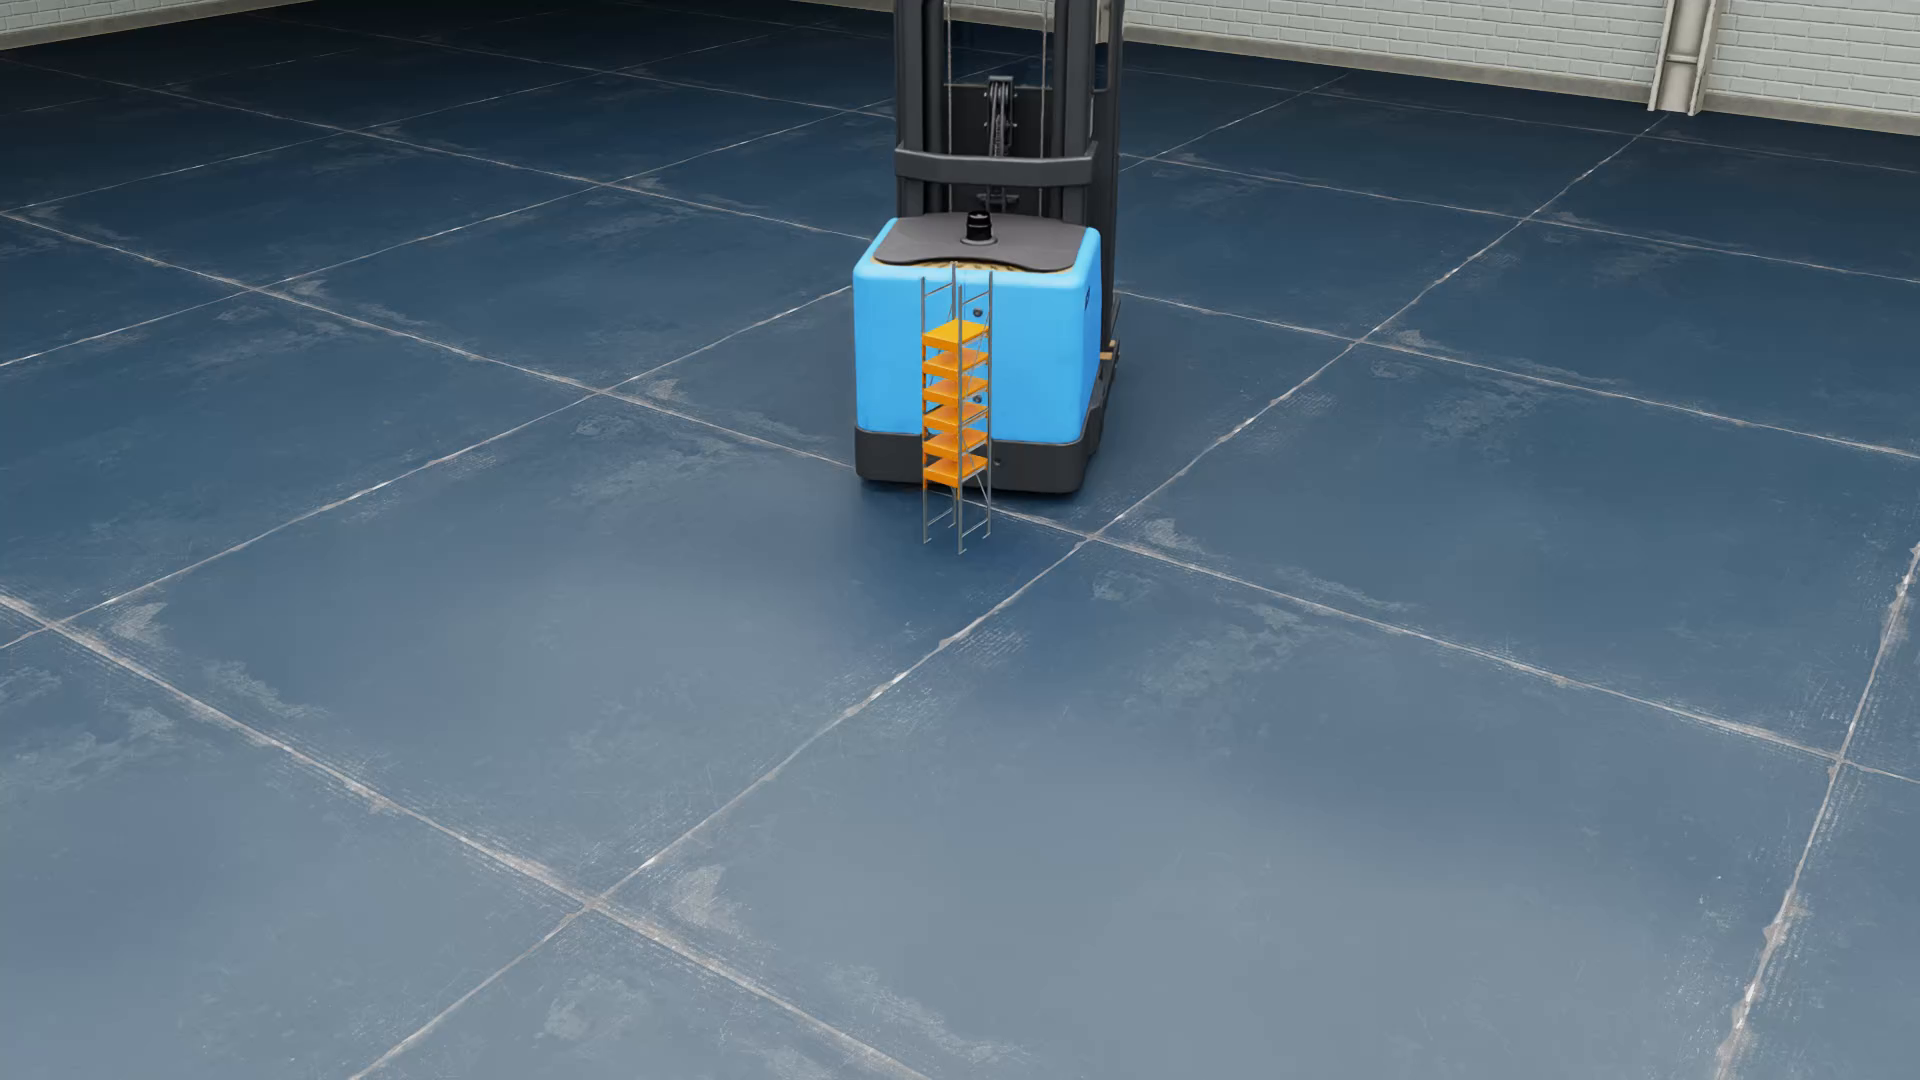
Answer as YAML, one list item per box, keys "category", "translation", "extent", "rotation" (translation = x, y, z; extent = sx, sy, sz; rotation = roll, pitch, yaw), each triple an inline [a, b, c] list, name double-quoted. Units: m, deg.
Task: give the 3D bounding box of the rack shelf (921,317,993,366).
- category: "rack shelf"
  translation: [-0.012, -0.820, 6.842]
  extent: [0.180, 0.103, 0.258]
  rotation: [17, 32, 30]

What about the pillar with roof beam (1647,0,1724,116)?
- category: "pillar with roof beam"
  translation: [3.902, -6.218, 9.547]
  extent: [0.400, 9.000, 9.100]
  rotation: [17, 32, 30]

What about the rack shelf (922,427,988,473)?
- category: "rack shelf"
  translation: [-0.012, -0.392, 7.060]
  extent: [0.180, 0.103, 0.258]
  rotation: [17, 32, 30]

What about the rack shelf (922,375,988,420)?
- category: "rack shelf"
  translation: [-0.012, -0.606, 6.951]
  extent: [0.180, 0.103, 0.258]
  rotation: [17, 32, 30]

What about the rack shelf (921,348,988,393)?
- category: "rack shelf"
  translation: [-0.012, -0.713, 6.896]
  extent: [0.180, 0.103, 0.258]
  rotation: [17, 32, 30]

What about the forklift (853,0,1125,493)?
- category: "forklift"
  translation: [0.269, -2.162, 8.267]
  extent: [1.130, 2.935, 3.031]
  rotation: [4, 27, 9]

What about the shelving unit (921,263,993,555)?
- category: "shelving unit"
  translation: [-0.012, -0.538, 6.985]
  extent: [0.189, 1.200, 0.258]
  rotation: [17, 32, 30]

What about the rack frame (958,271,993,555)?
- category: "rack frame"
  translation: [0.063, -0.515, 6.939]
  extent: [0.006, 1.200, 0.240]
  rotation: [17, 32, 30]

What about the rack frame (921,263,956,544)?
- category: "rack frame"
  translation: [-0.087, -0.562, 7.031]
  extent: [0.006, 1.200, 0.240]
  rotation: [17, 32, 30]

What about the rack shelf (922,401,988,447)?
- category: "rack shelf"
  translation: [-0.012, -0.499, 7.005]
  extent: [0.180, 0.103, 0.258]
  rotation: [17, 32, 30]

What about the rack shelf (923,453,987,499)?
- category: "rack shelf"
  translation: [-0.012, -0.285, 7.114]
  extent: [0.180, 0.103, 0.258]
  rotation: [17, 32, 30]

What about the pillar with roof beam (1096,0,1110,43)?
- category: "pillar with roof beam"
  translation: [-1.043, -7.759, 12.575]
  extent: [0.400, 9.000, 9.100]
  rotation: [17, 32, 30]
